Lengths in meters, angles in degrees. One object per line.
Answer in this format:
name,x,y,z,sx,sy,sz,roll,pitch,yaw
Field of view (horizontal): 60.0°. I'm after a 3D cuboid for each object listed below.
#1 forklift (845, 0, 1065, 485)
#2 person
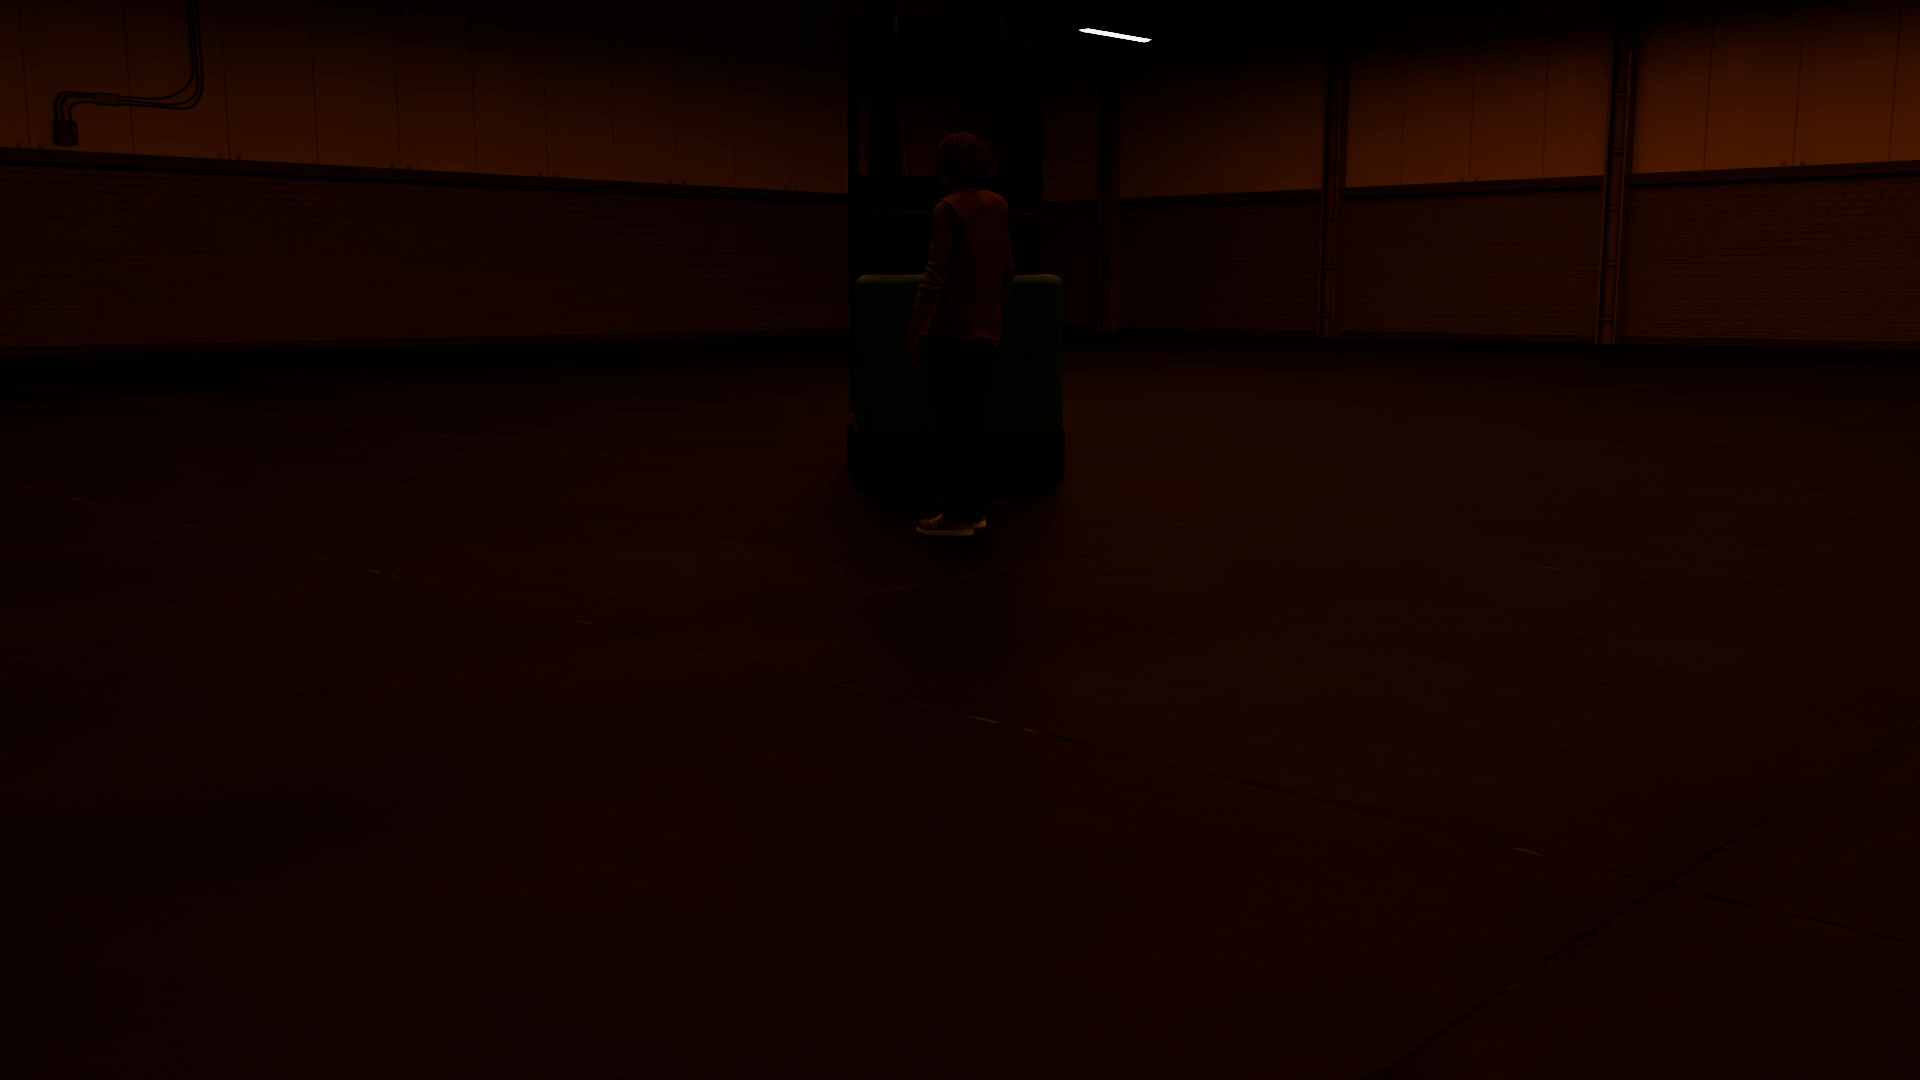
forklift,-0.100,-1.905,9.523,1.130,2.935,3.031,-1,9,-4
person,-0.044,-0.807,6.659,0.473,1.599,0.520,8,12,43
